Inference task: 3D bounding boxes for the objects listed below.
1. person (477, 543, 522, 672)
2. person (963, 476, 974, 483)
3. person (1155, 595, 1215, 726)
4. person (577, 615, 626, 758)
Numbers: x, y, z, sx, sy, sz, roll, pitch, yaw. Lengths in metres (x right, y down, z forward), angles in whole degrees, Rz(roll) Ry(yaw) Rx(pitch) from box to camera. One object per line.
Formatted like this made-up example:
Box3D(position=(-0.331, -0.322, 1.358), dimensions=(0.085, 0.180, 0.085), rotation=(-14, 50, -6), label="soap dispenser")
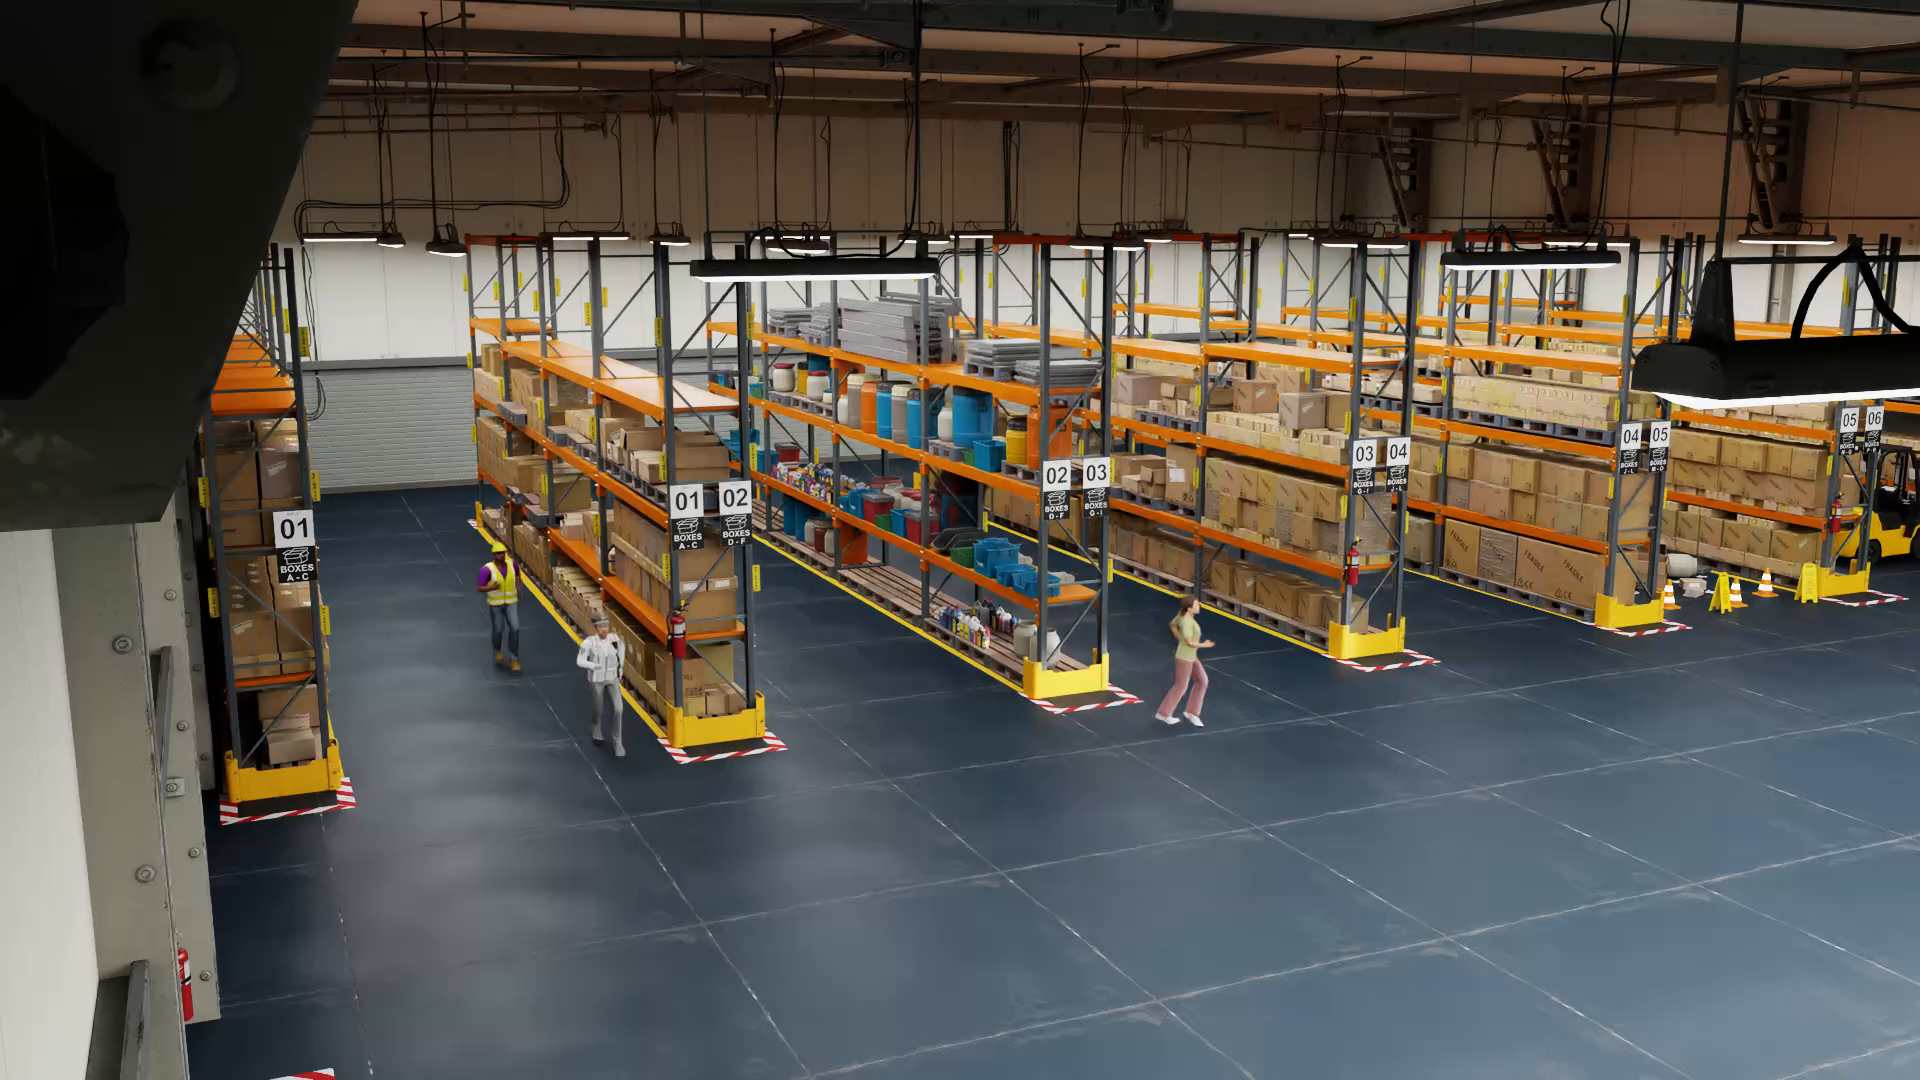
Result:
Box3D(position=(-6.502, 0.936, 23.631), dimensions=(0.677, 1.823, 0.738), rotation=(-6, 13, -28), label="person")
Box3D(position=(0.069, -0.497, 30.962), dimensions=(0.686, 1.601, 0.953), rotation=(-7, 13, -31), label="person")
Box3D(position=(2.834, 1.535, 20.891), dimensions=(0.719, 1.725, 0.591), rotation=(2, 11, 9), label="person")
Box3D(position=(-4.290, 1.707, 19.983), dimensions=(0.634, 1.723, 0.862), rotation=(-5, 12, -25), label="person")
